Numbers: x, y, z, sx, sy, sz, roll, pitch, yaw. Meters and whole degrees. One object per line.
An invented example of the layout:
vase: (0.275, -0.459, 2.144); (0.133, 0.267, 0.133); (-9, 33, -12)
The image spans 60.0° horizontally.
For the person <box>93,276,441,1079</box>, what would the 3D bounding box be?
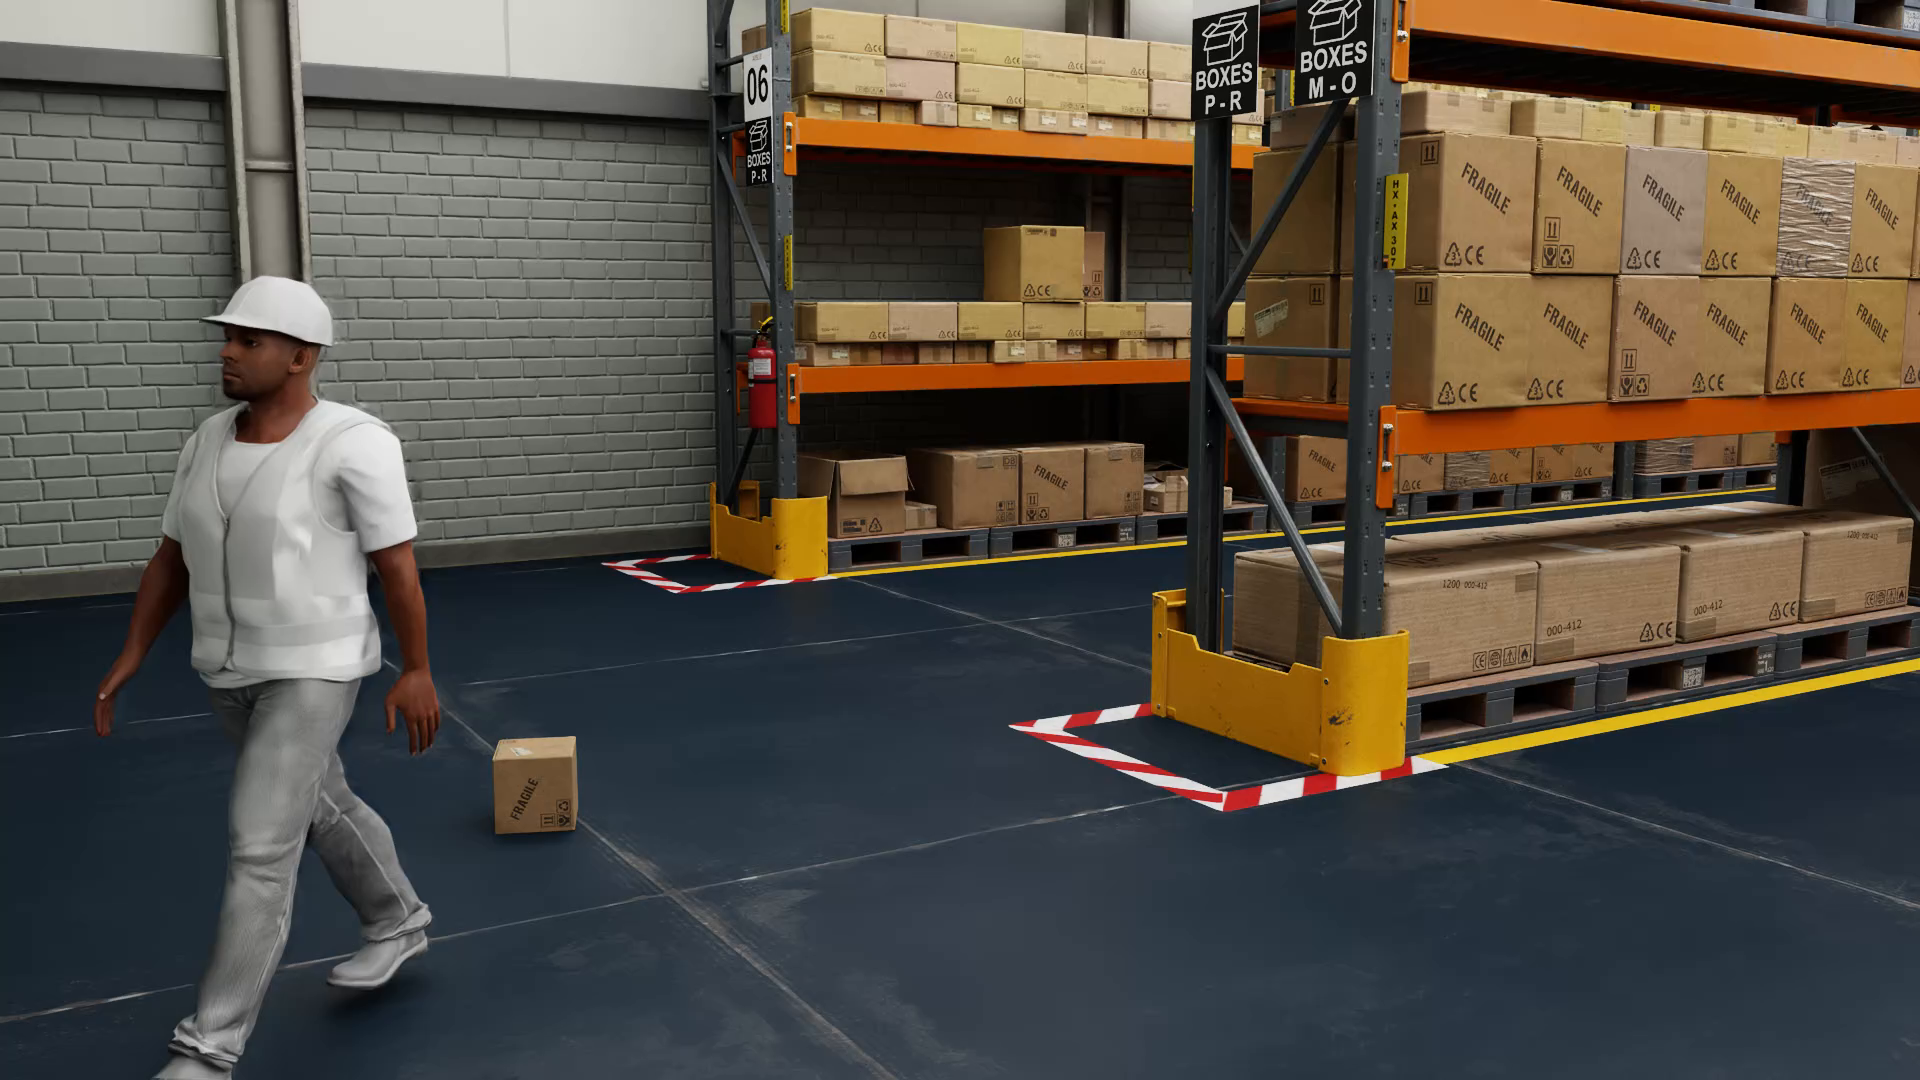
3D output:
person: (-1.564, 0.283, 3.658); (0.621, 1.710, 1.028); (4, 9, 25)
